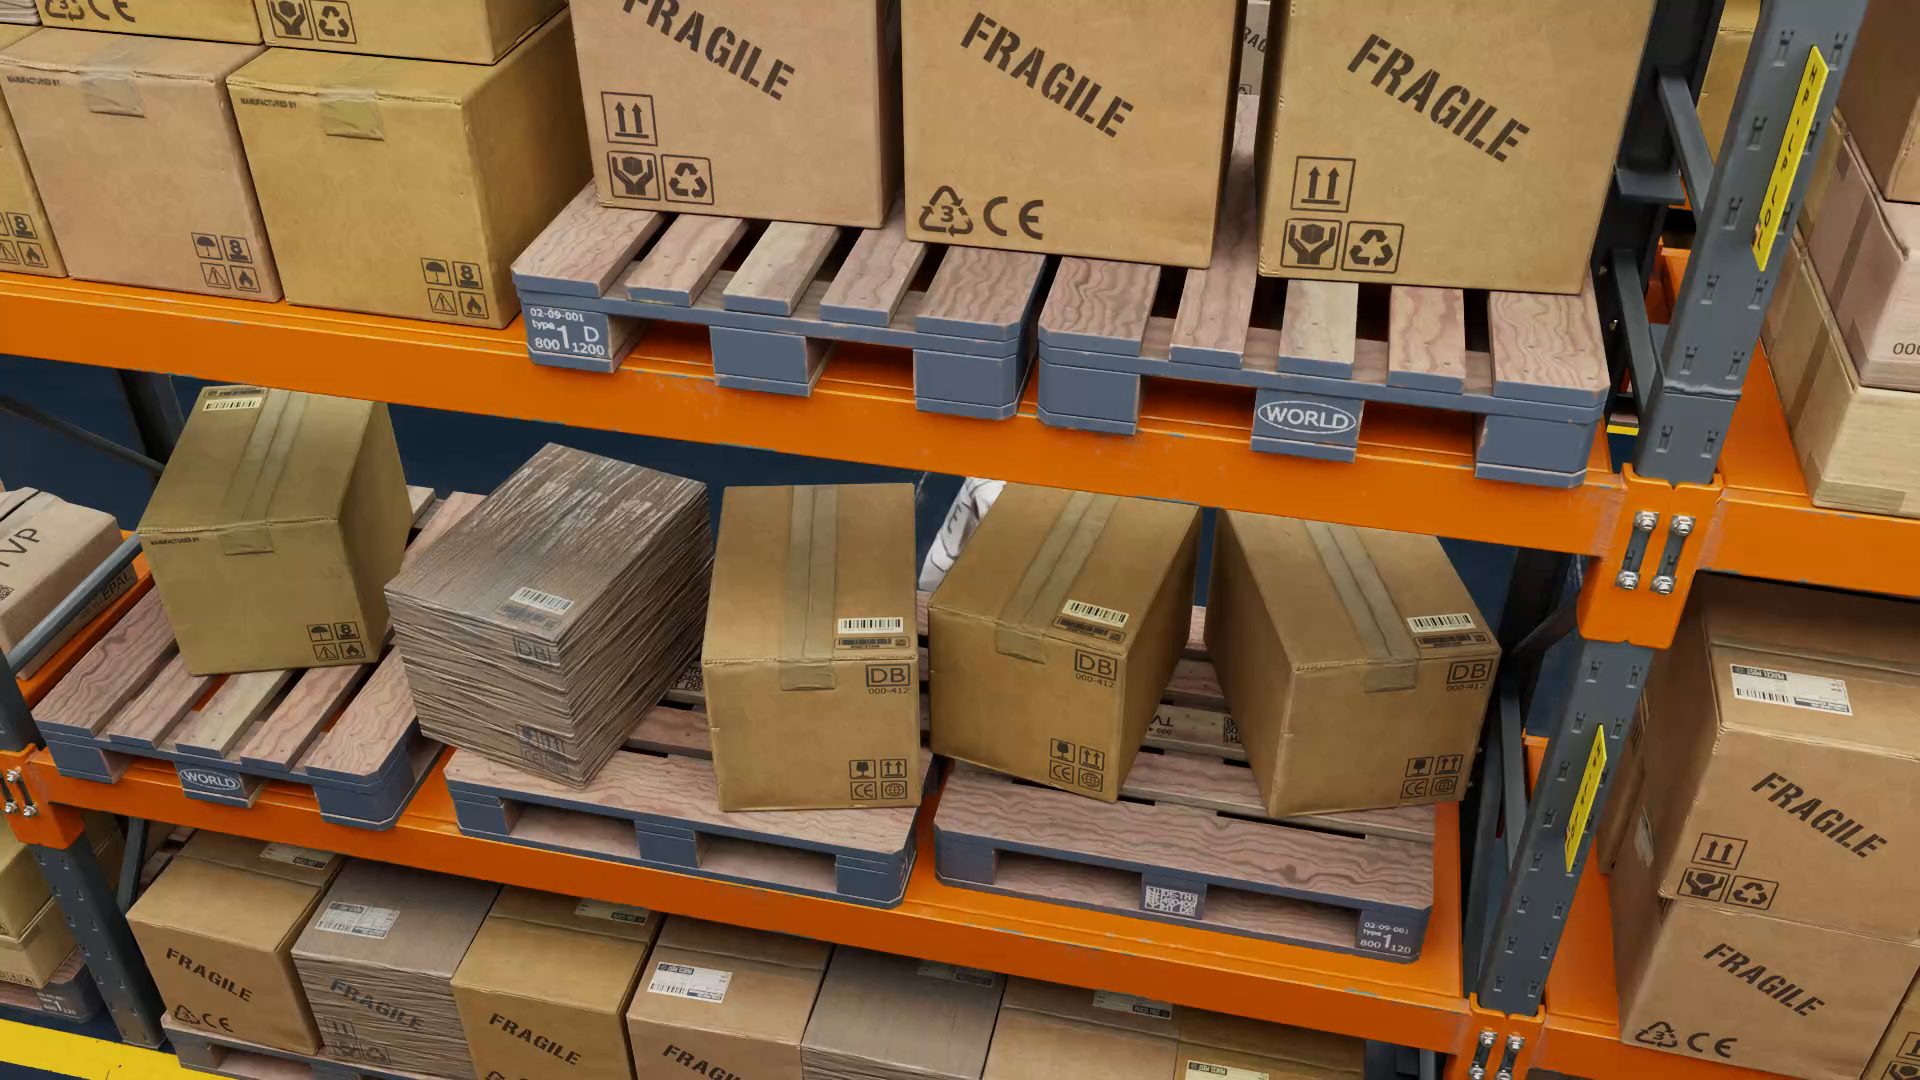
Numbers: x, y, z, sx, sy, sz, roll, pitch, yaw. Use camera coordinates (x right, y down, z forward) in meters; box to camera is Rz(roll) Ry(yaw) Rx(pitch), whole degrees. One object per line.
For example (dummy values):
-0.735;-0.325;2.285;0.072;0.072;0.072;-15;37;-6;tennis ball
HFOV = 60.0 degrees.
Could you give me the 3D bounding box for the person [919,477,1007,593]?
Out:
0.164;0.159;6.050;0.591;1.541;0.519;9;38;12;person
